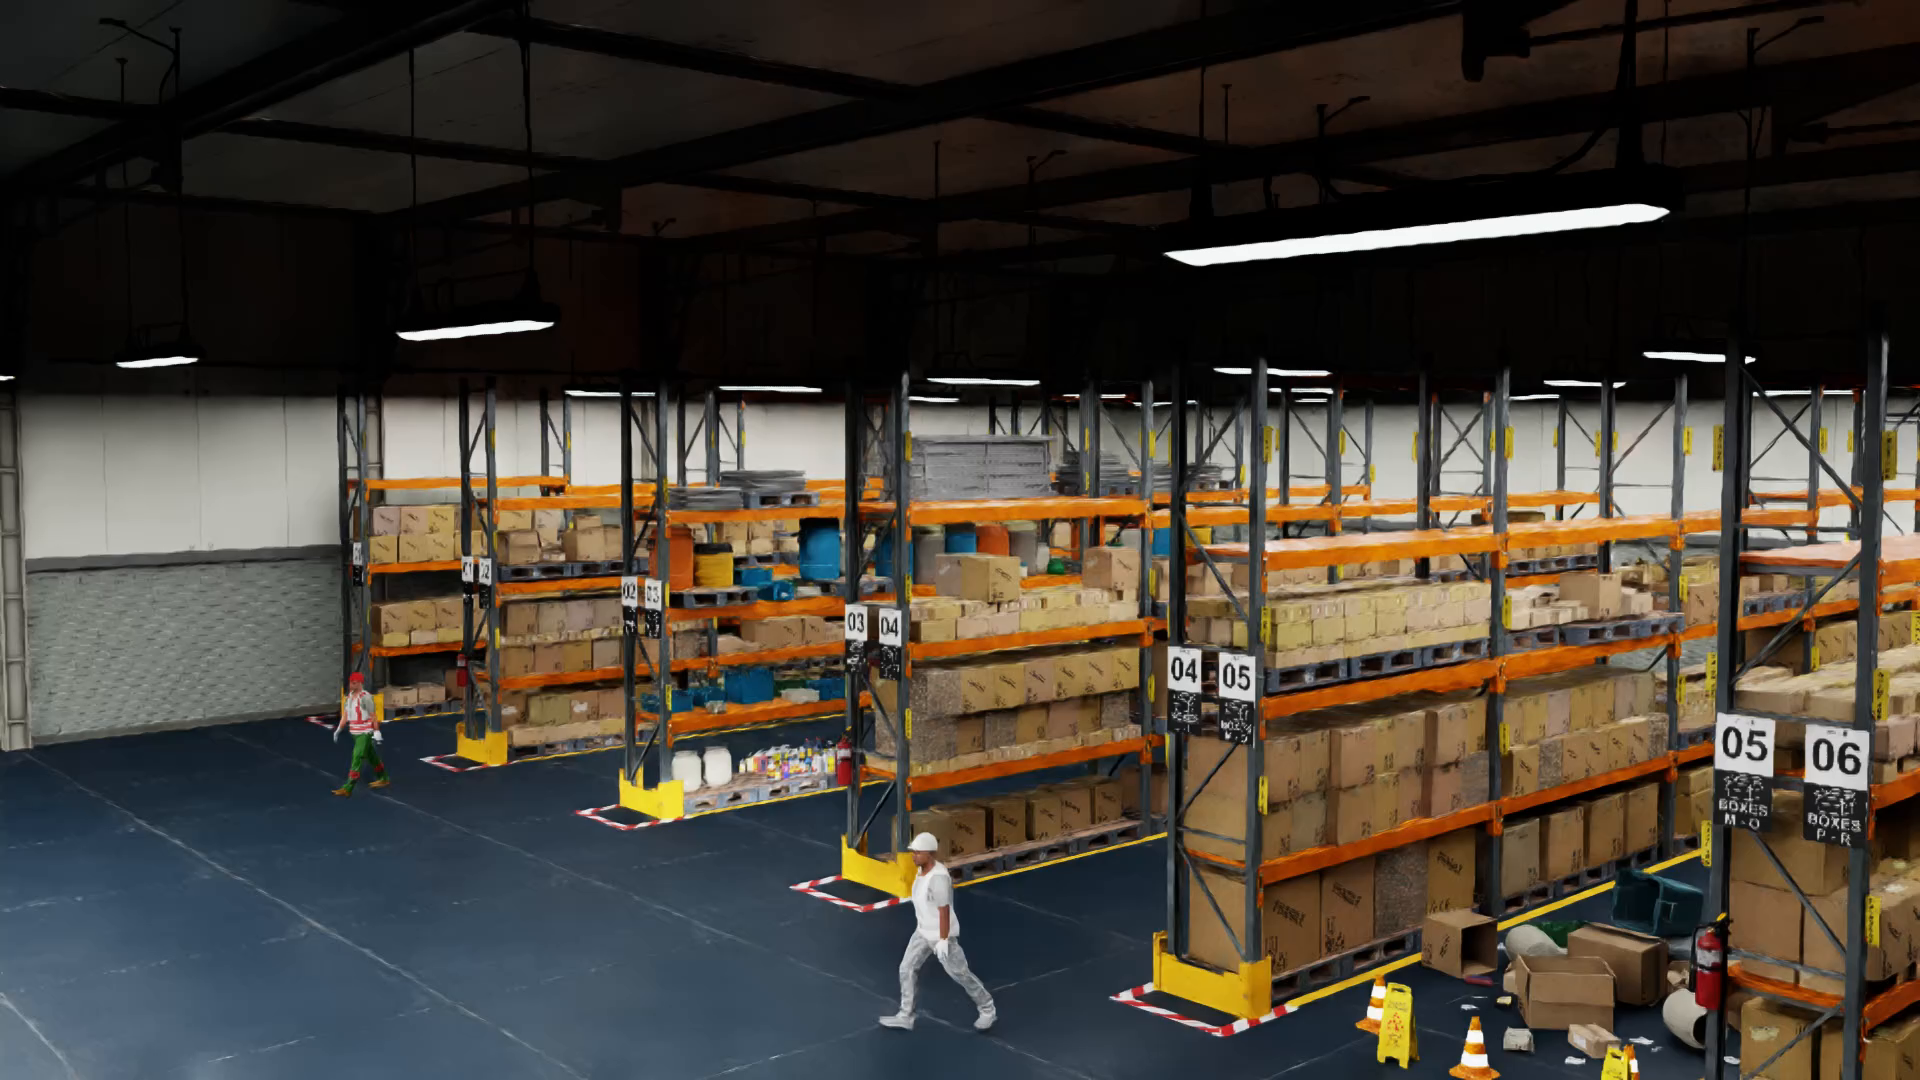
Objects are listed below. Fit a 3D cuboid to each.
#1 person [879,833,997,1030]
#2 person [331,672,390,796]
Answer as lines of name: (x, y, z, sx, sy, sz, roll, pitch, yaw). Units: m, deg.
person: (-0.179, 3.368, 14.297, 0.983, 1.731, 0.605, -1, 4, -22)
person: (-8.582, 2.734, 23.691, 0.528, 1.728, 1.032, 3, 5, 40)
